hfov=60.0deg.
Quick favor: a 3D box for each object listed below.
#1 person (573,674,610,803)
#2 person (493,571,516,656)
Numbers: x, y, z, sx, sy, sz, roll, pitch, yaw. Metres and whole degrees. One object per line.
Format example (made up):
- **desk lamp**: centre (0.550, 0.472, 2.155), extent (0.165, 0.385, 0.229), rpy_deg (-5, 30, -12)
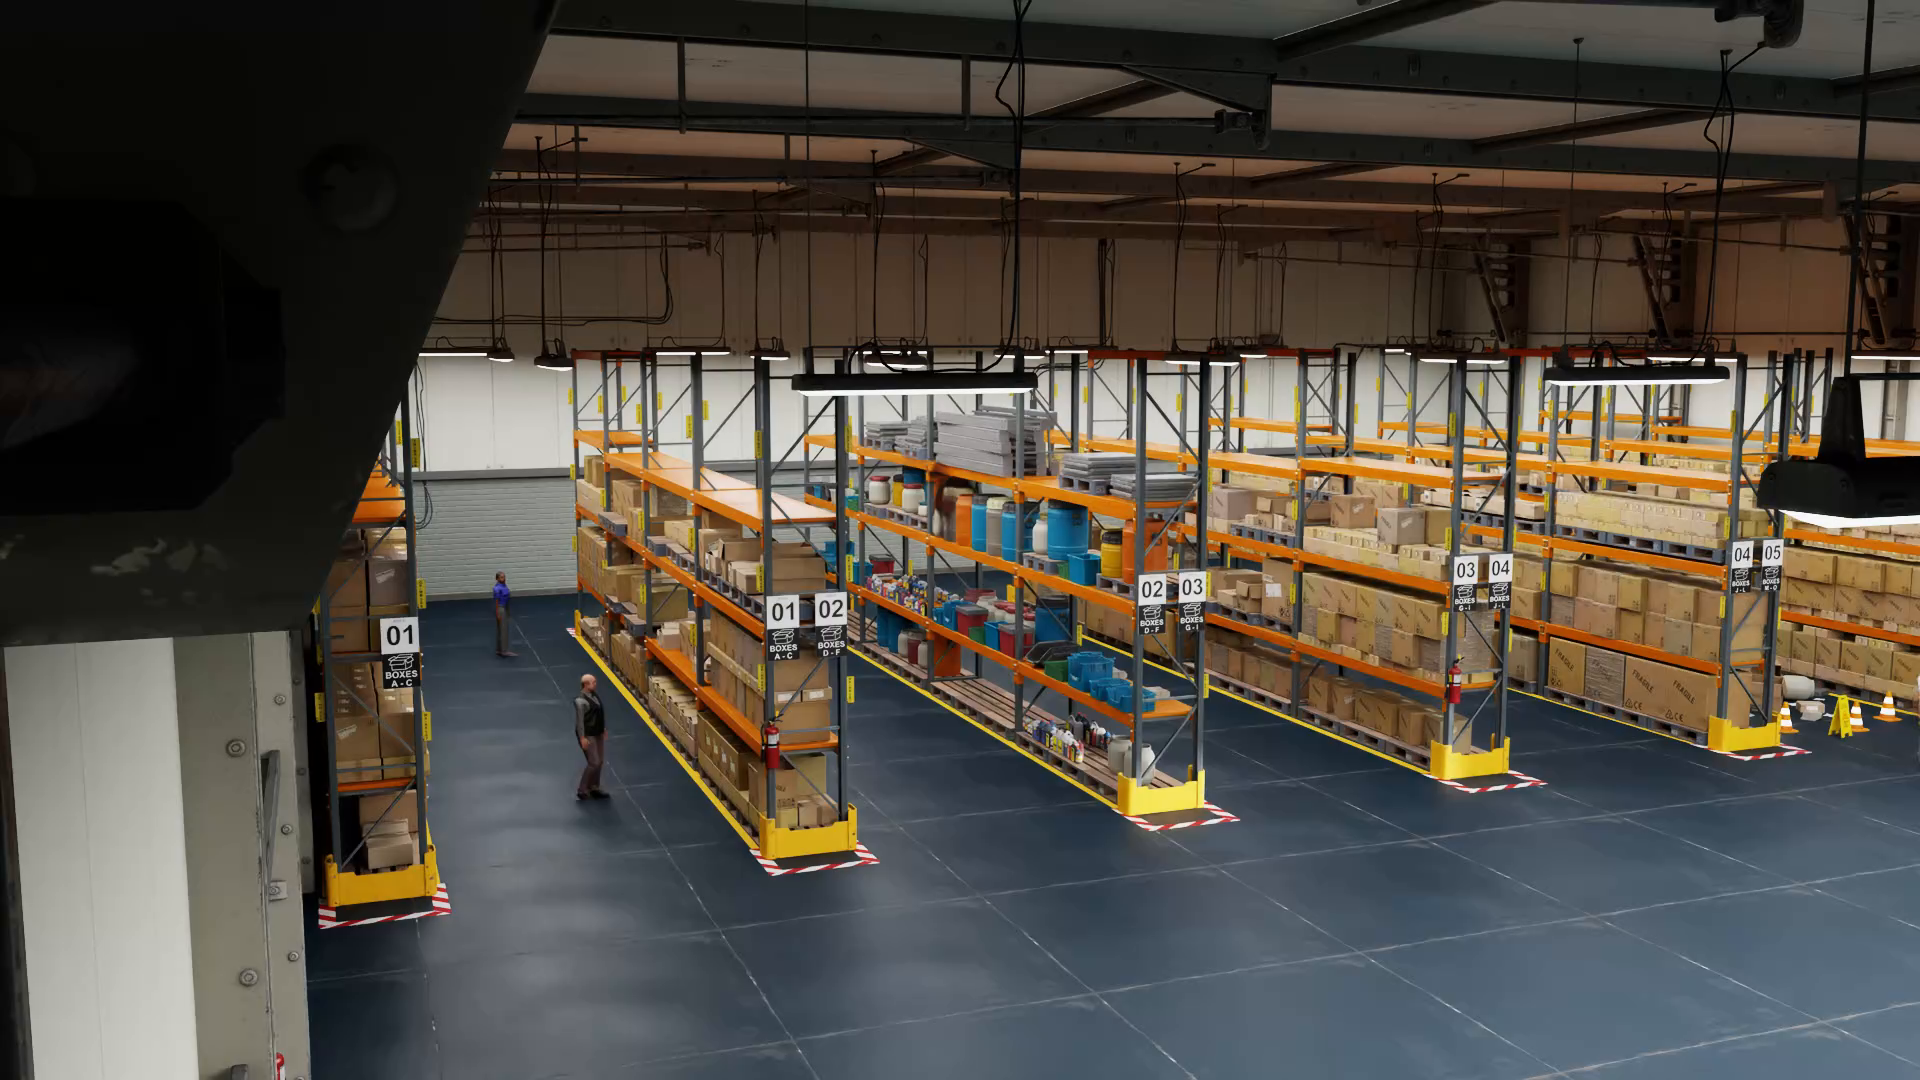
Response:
- **person**: centre (-5.020, 2.704, 22.699), extent (0.401, 1.779, 0.578), rpy_deg (2, 7, 13)
- **person**: centre (-8.982, 1.439, 32.827), extent (0.415, 1.663, 0.482), rpy_deg (-1, 7, -8)
